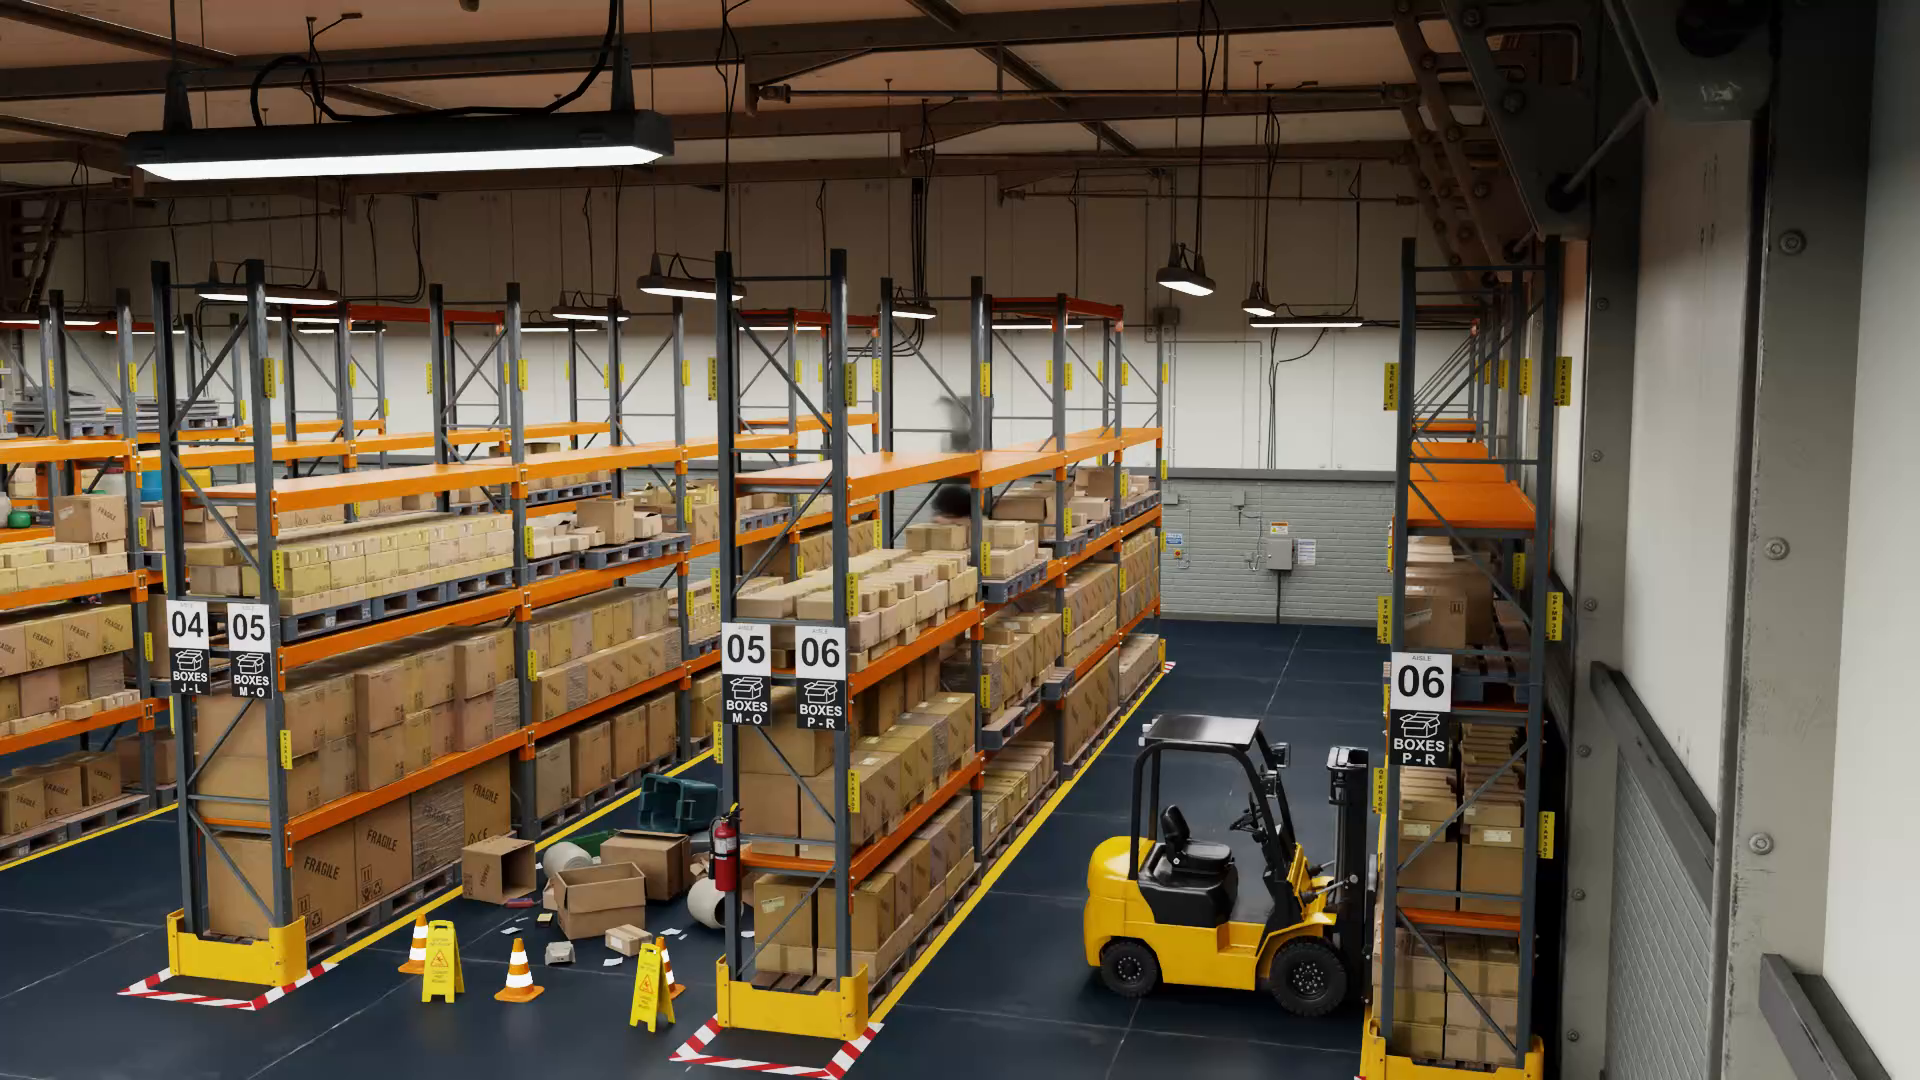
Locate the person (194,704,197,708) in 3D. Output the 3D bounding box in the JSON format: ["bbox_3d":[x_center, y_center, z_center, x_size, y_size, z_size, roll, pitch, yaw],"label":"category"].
[{"bbox_3d":[-11.457,1.651,25.175,0.665,1.746,0.603,1,6,10],"label":"person"}]
